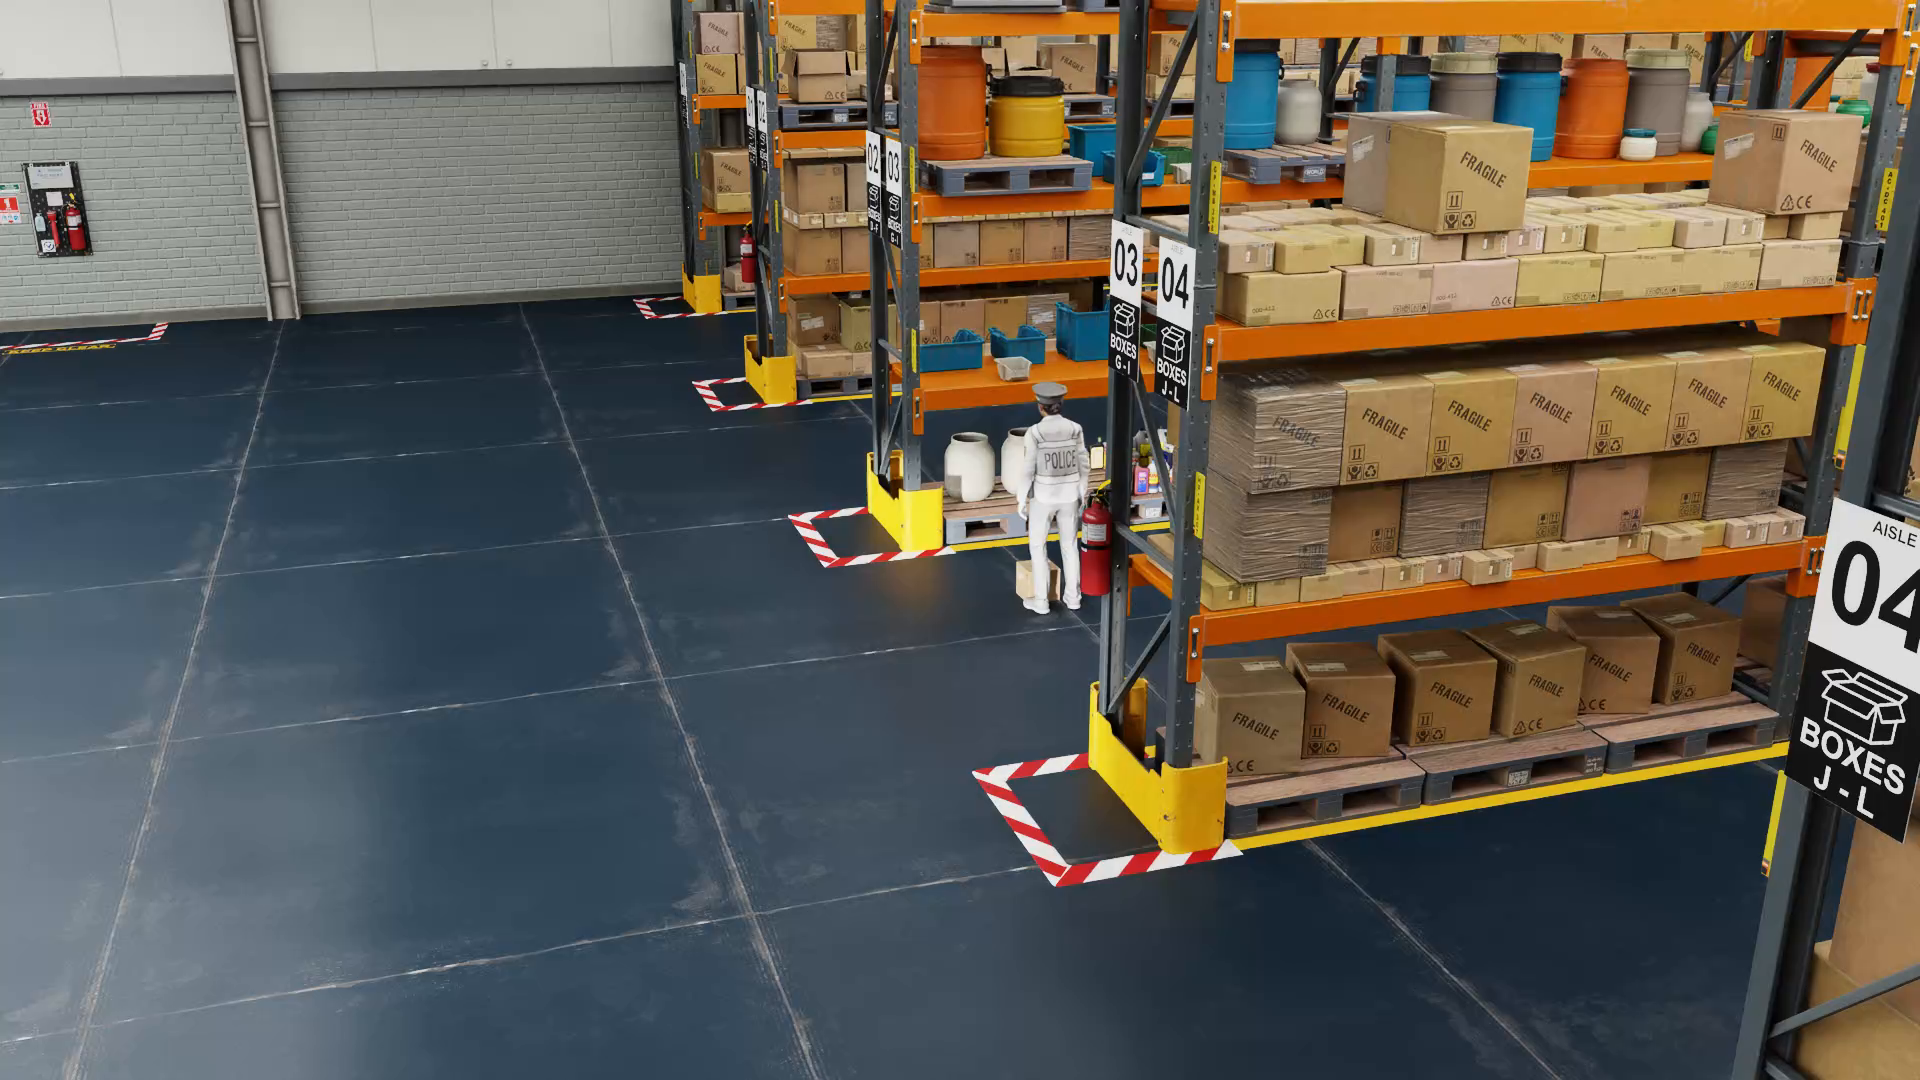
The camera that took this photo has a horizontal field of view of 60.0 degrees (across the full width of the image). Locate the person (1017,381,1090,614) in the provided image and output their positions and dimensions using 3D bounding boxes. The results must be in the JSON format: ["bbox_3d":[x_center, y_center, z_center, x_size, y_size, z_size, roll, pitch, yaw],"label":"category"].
[{"bbox_3d":[0.664,-0.289,11.884,0.528,1.664,0.372,-6,20,-17],"label":"person"}]
